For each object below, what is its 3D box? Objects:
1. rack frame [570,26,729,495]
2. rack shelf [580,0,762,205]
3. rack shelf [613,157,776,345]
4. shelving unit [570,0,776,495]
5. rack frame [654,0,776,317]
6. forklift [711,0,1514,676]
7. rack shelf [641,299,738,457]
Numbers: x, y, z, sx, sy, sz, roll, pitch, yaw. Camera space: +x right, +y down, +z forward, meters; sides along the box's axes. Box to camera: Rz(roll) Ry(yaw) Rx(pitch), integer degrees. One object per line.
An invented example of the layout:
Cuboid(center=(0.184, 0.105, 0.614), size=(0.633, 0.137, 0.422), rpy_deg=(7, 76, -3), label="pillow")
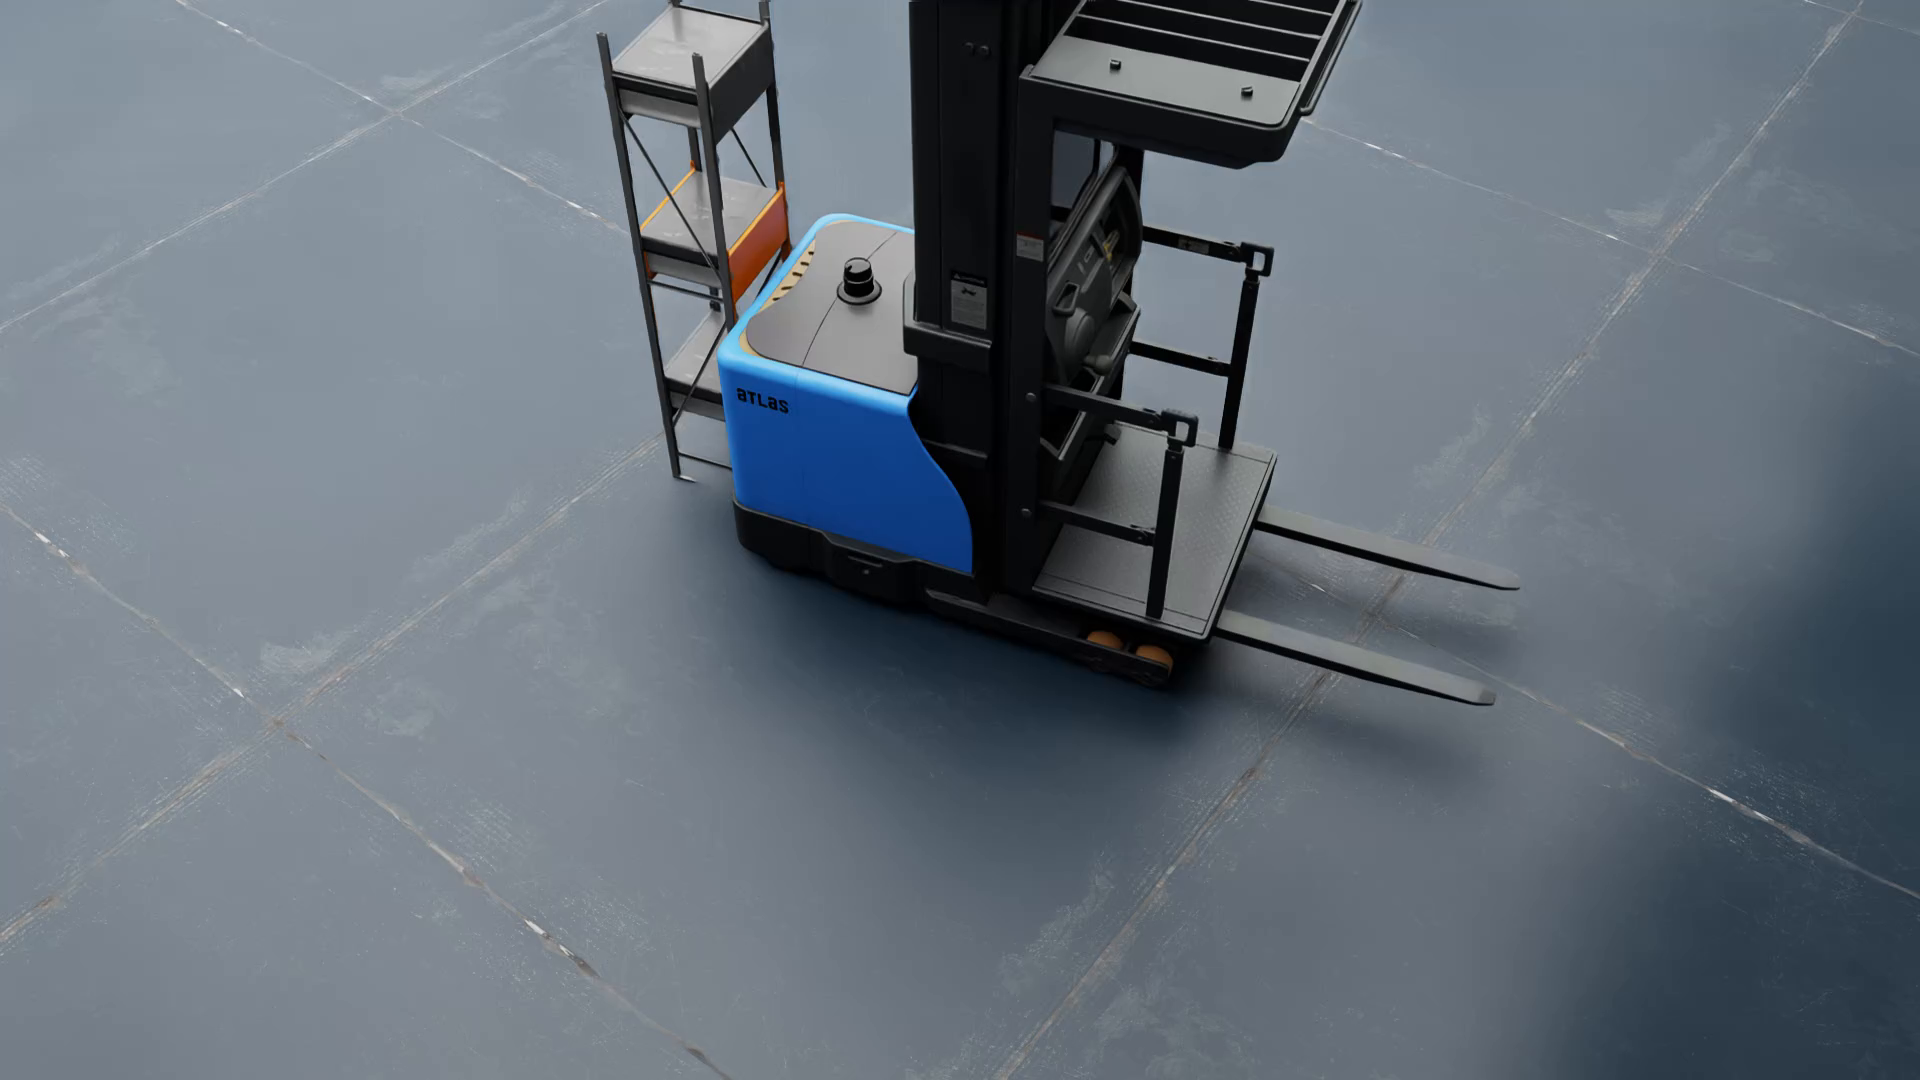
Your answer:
Cuboid(center=(-1.129, -0.968, 6.381), size=(0.400, 2.100, 0.015), rpy_deg=(17, 49, 17), label="rack frame")
Cuboid(center=(-1.041, -1.607, 6.043), size=(0.431, 0.518, 0.480), rpy_deg=(17, 49, 17), label="rack shelf")
Cuboid(center=(-1.030, -1.120, 6.545), size=(0.431, 0.518, 0.480), rpy_deg=(17, 49, 17), label="rack shelf")
Cuboid(center=(-1.031, -1.129, 6.536), size=(0.431, 2.100, 0.503), rpy_deg=(17, 49, 17), label="shelving unit")
Cuboid(center=(-0.932, -1.290, 6.690), size=(0.400, 2.100, 0.015), rpy_deg=(17, 49, 17), label="rack frame")
Cuboid(center=(0.645, -0.927, 5.773), size=(3.031, 2.935, 1.130), rpy_deg=(13, 48, 12), label="forklift")
Cuboid(center=(-1.019, -0.632, 7.048), size=(0.431, 0.518, 0.480), rpy_deg=(17, 49, 17), label="rack shelf")
